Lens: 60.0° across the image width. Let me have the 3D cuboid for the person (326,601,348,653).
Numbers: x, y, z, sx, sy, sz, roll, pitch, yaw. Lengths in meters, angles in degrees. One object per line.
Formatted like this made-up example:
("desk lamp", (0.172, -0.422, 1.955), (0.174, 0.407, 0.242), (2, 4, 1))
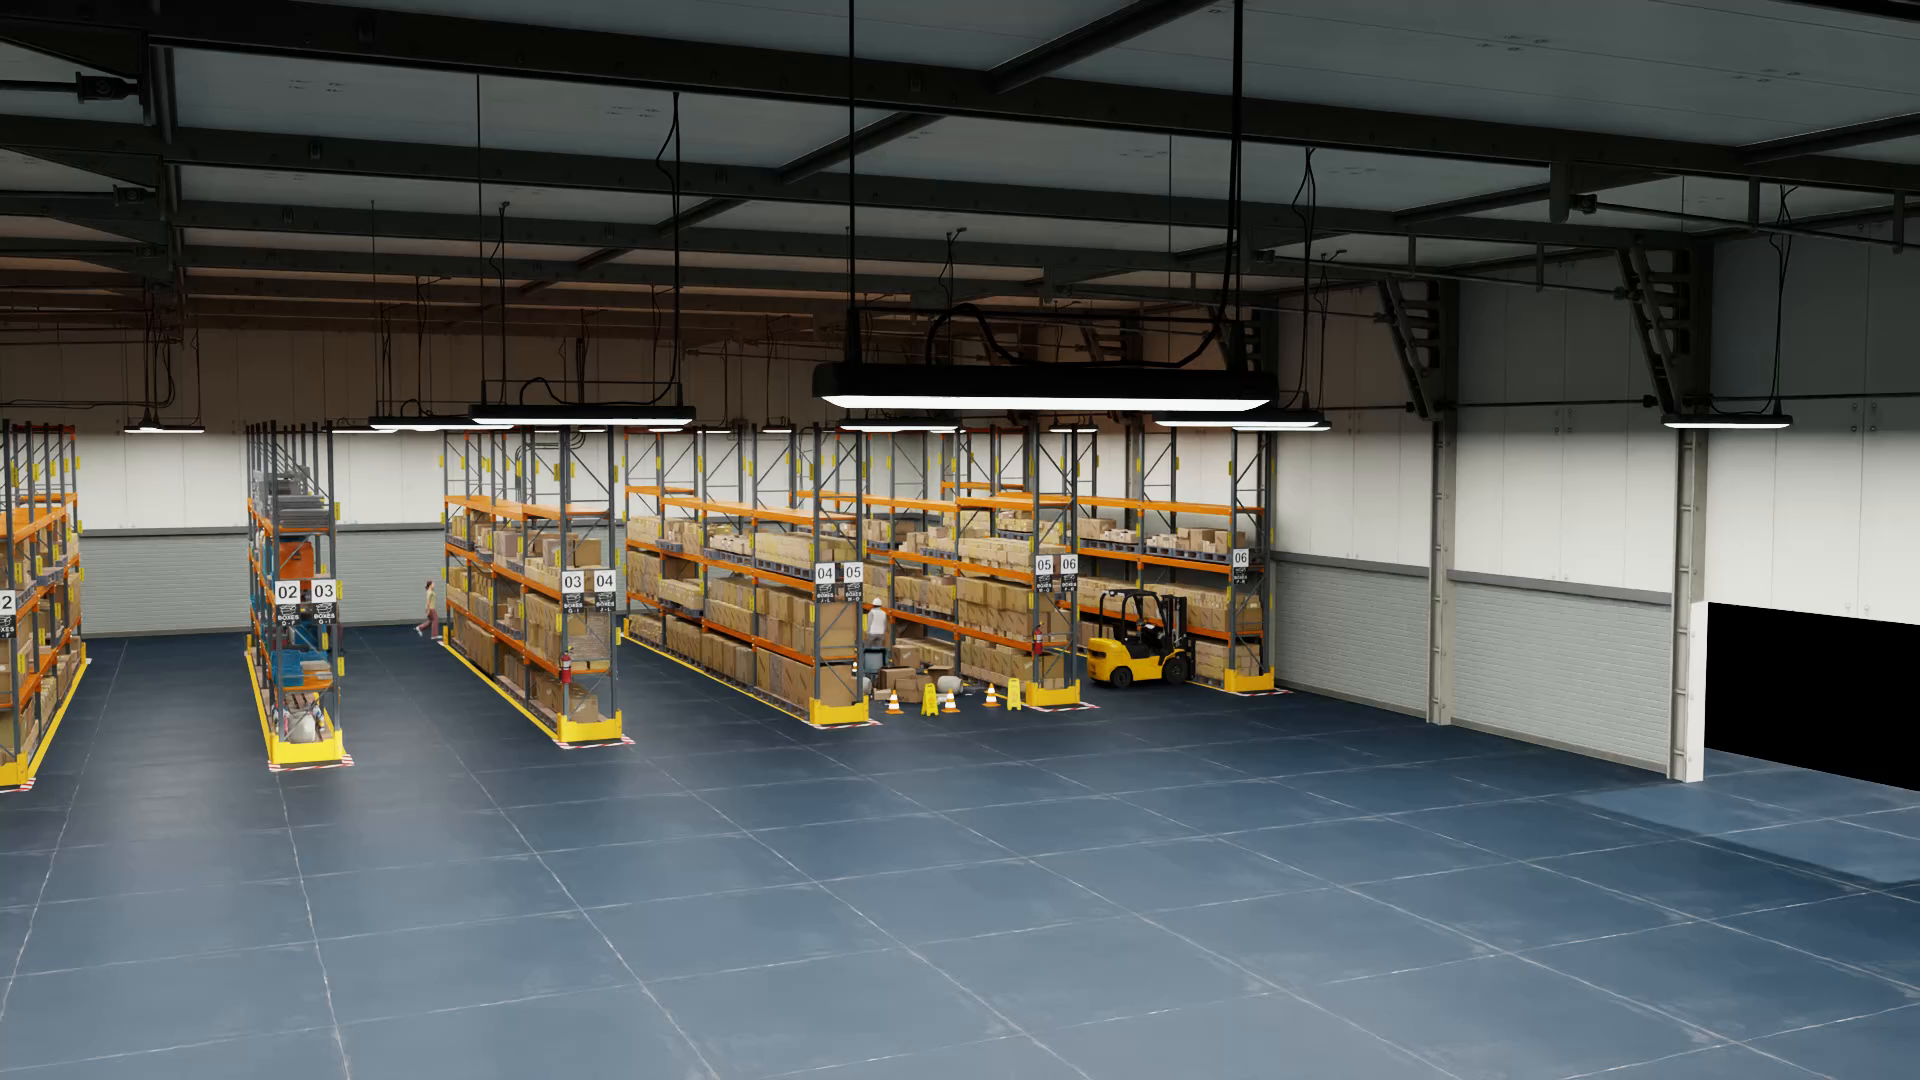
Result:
("person", (-16.596, 2.141, 43.896), (0.516, 1.750, 0.653), (3, 4, 37))

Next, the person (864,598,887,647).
("person", (-2.074, 2.297, 40.497), (0.615, 1.773, 0.412), (-2, 4, -26))

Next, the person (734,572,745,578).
("person", (-6.764, 1.704, 50.439), (0.896, 1.741, 0.607), (-3, 5, -44))

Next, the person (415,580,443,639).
("person", (-14.954, 1.957, 46.795), (0.709, 1.654, 0.432), (-2, 4, -27))
